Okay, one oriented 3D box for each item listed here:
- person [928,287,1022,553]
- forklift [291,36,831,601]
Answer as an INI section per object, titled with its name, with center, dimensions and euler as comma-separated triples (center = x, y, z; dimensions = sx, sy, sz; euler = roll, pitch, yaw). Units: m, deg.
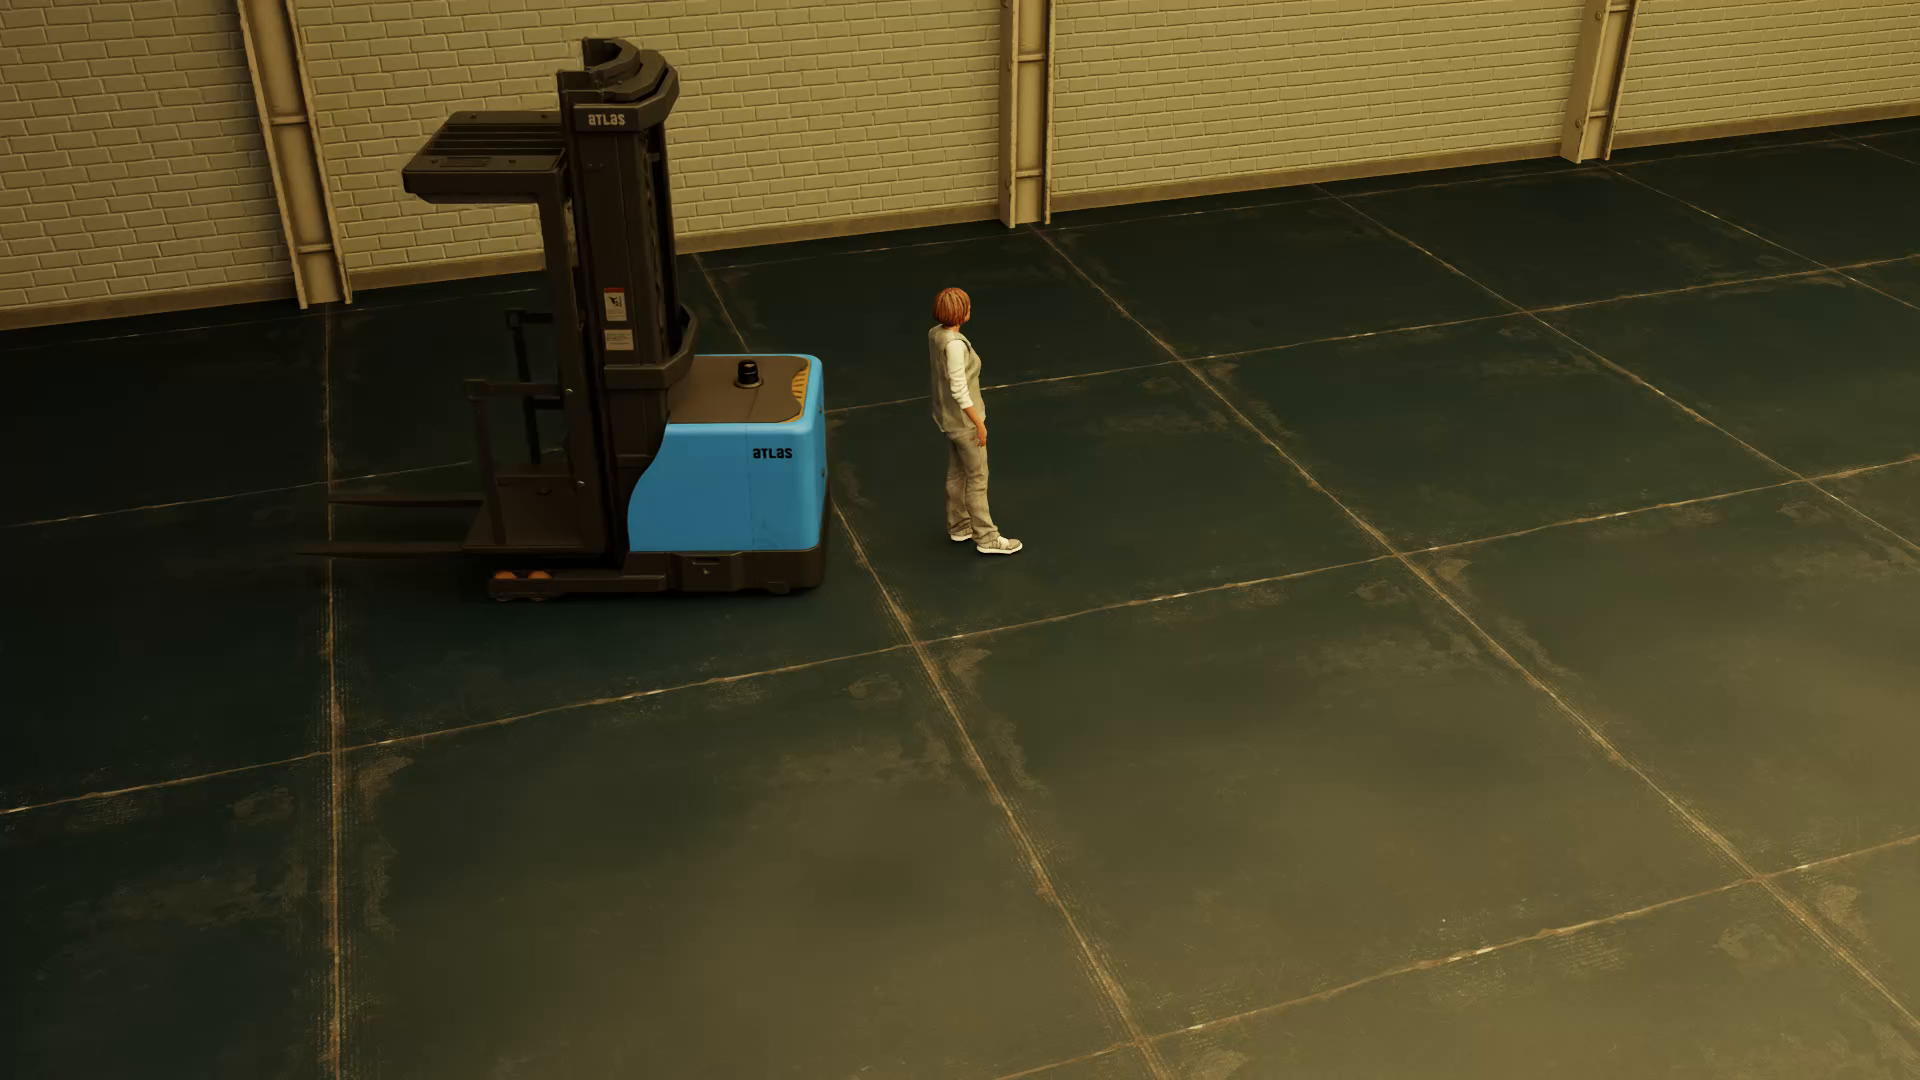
[person]
center = 0.075, -0.704, 9.632
dimensions = 0.474, 1.598, 0.519
euler = -10, 31, -16
[forklift]
center = -2.304, -1.189, 9.154
dimensions = 3.031, 2.935, 1.130
euler = 0, 30, -1
